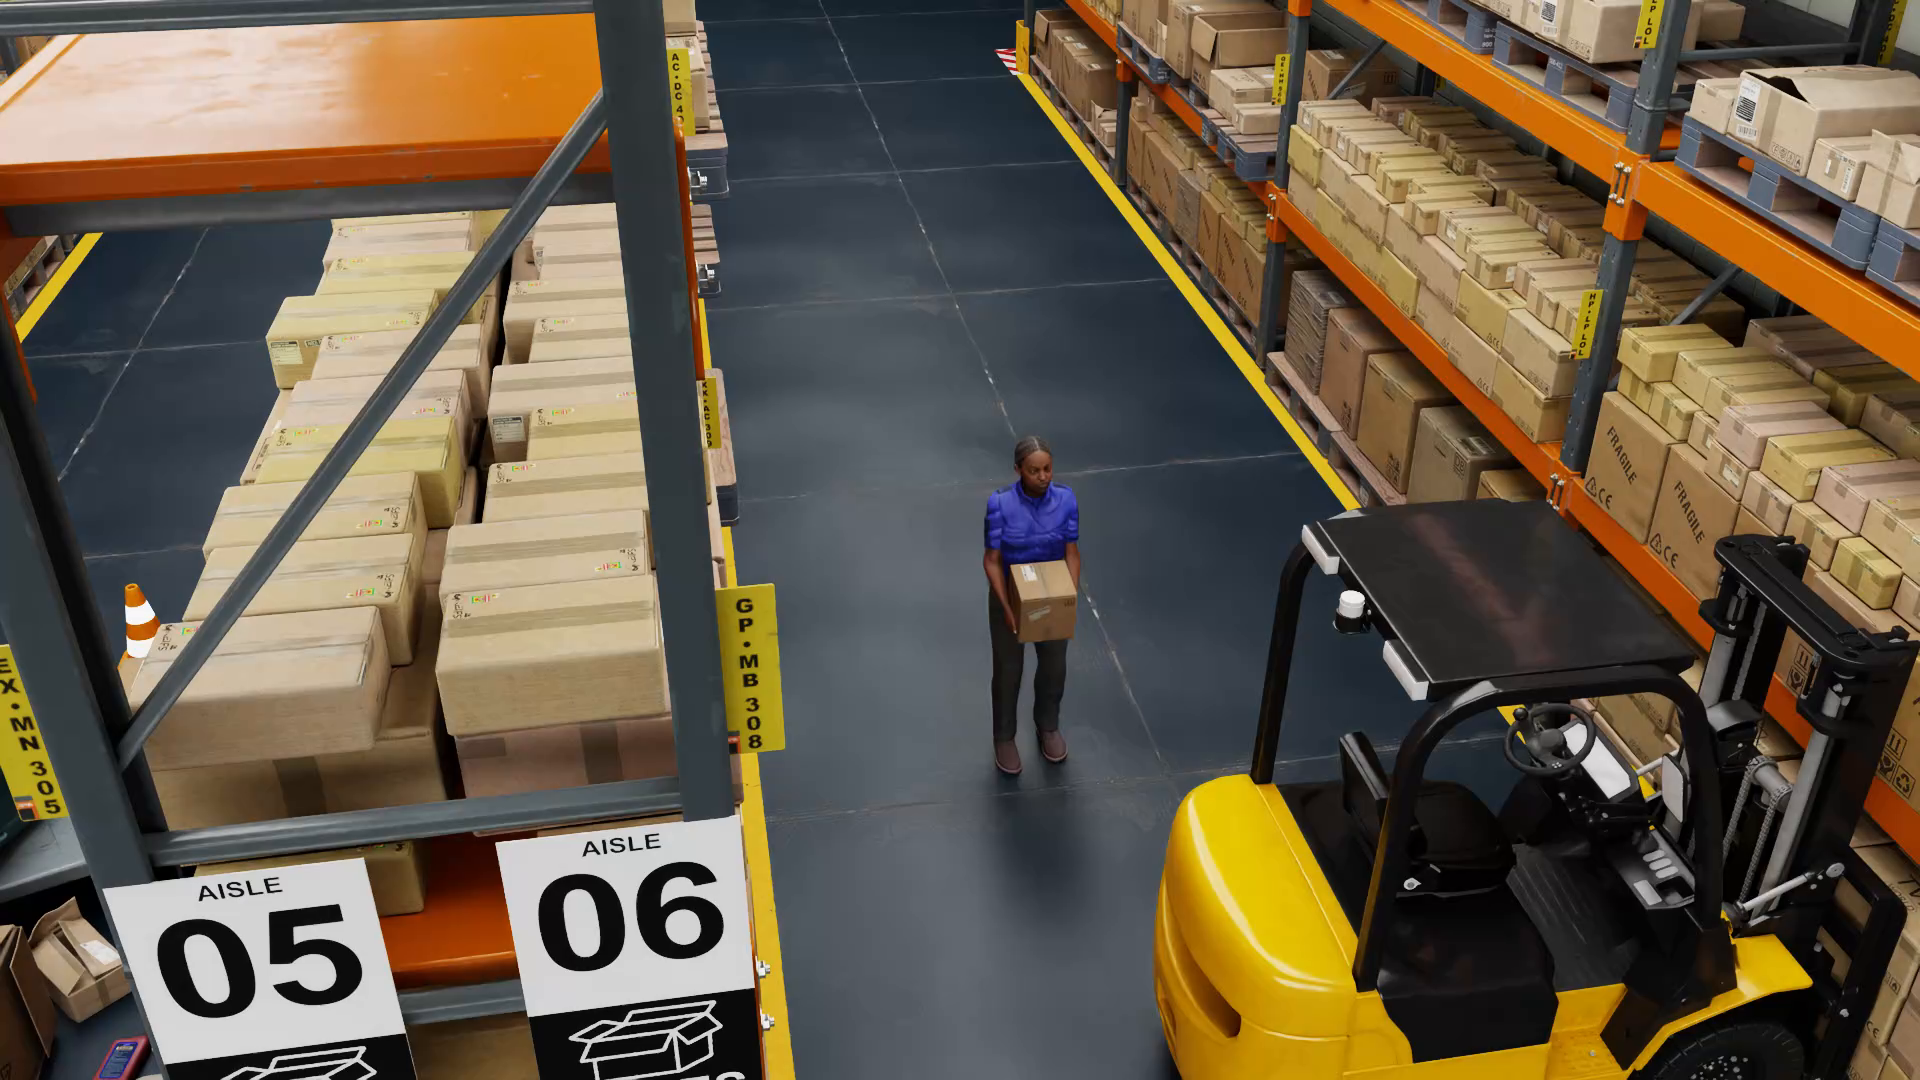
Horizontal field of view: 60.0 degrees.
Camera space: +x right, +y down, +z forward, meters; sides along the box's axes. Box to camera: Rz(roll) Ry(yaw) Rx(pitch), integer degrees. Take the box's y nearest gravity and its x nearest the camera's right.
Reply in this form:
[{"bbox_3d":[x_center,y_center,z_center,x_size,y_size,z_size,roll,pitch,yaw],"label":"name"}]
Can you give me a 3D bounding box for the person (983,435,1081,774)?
[{"bbox_3d":[0.333,0.328,7.596,0.449,1.655,0.500,-5,31,-9],"label":"person"}]
